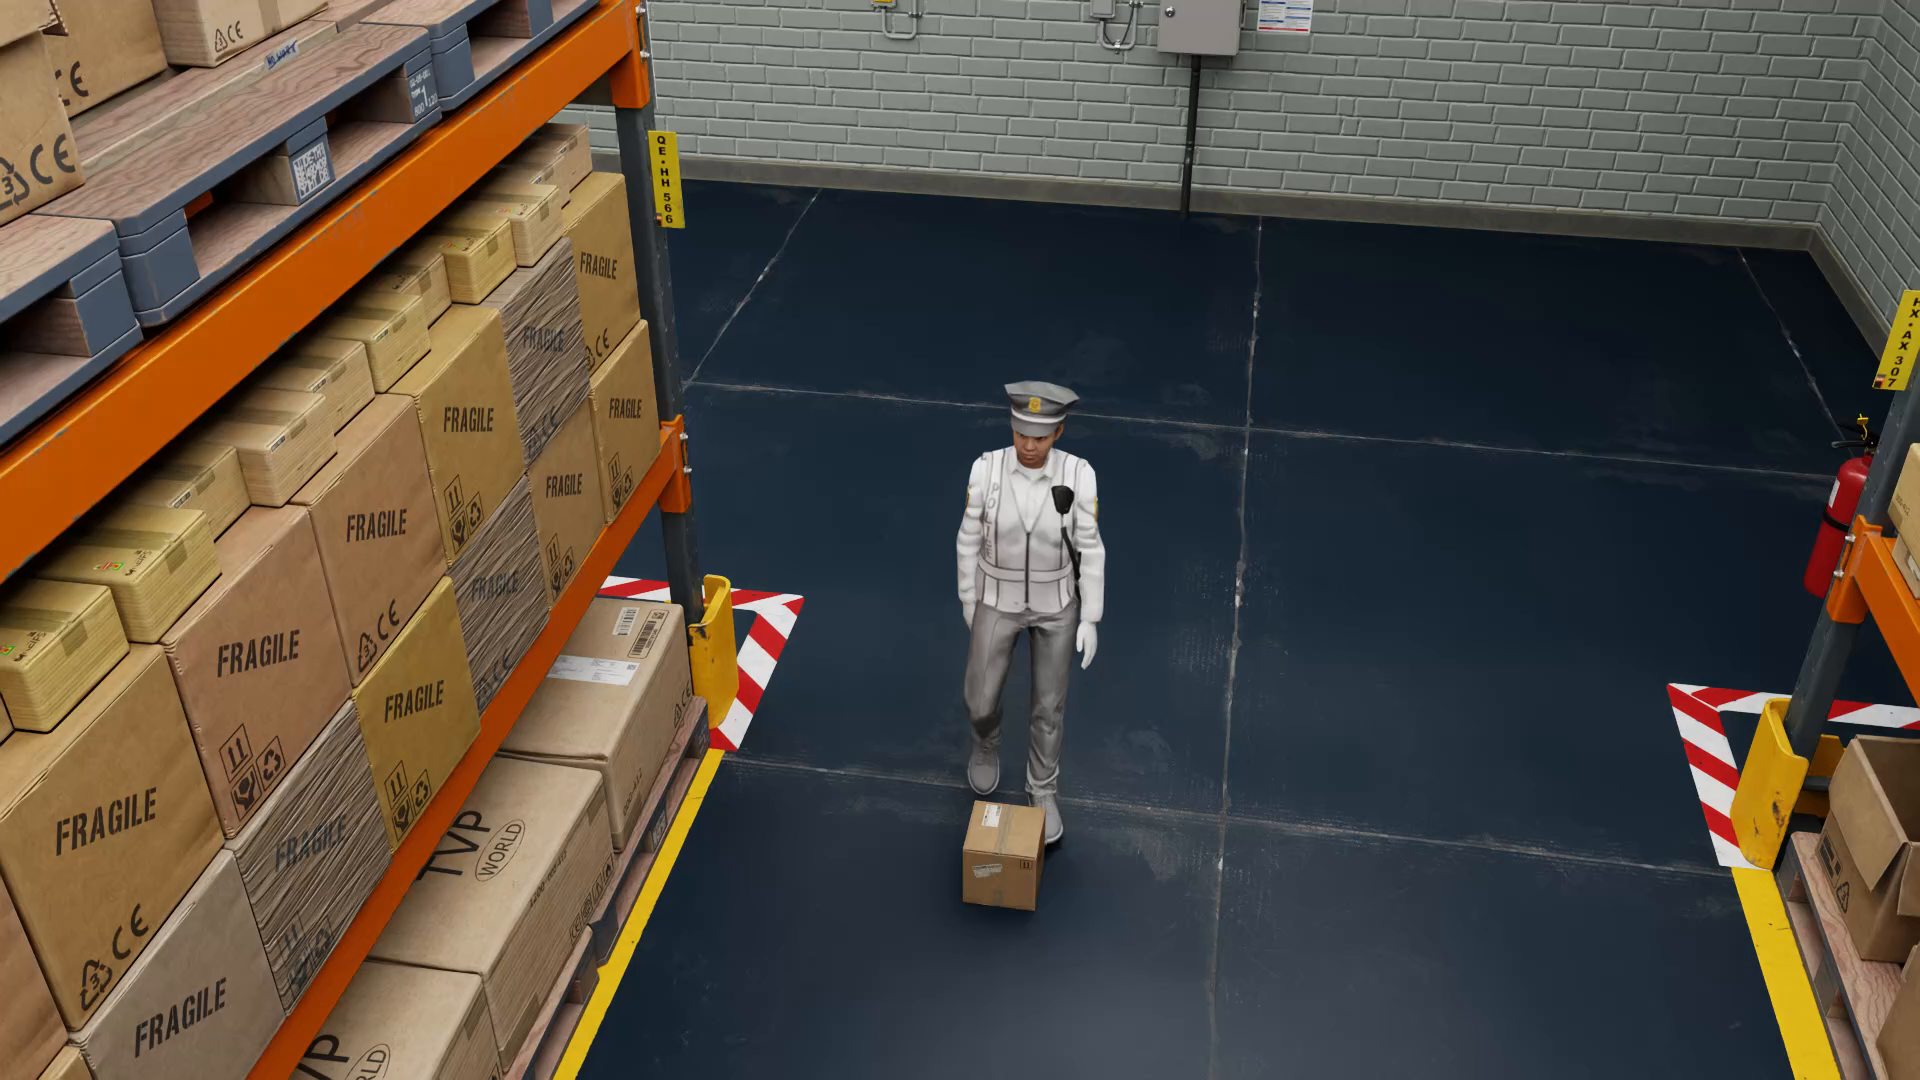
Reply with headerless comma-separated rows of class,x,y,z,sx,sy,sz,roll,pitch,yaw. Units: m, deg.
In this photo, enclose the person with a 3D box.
person,0.236,0.258,5.693,0.508,1.687,0.508,2,33,3
